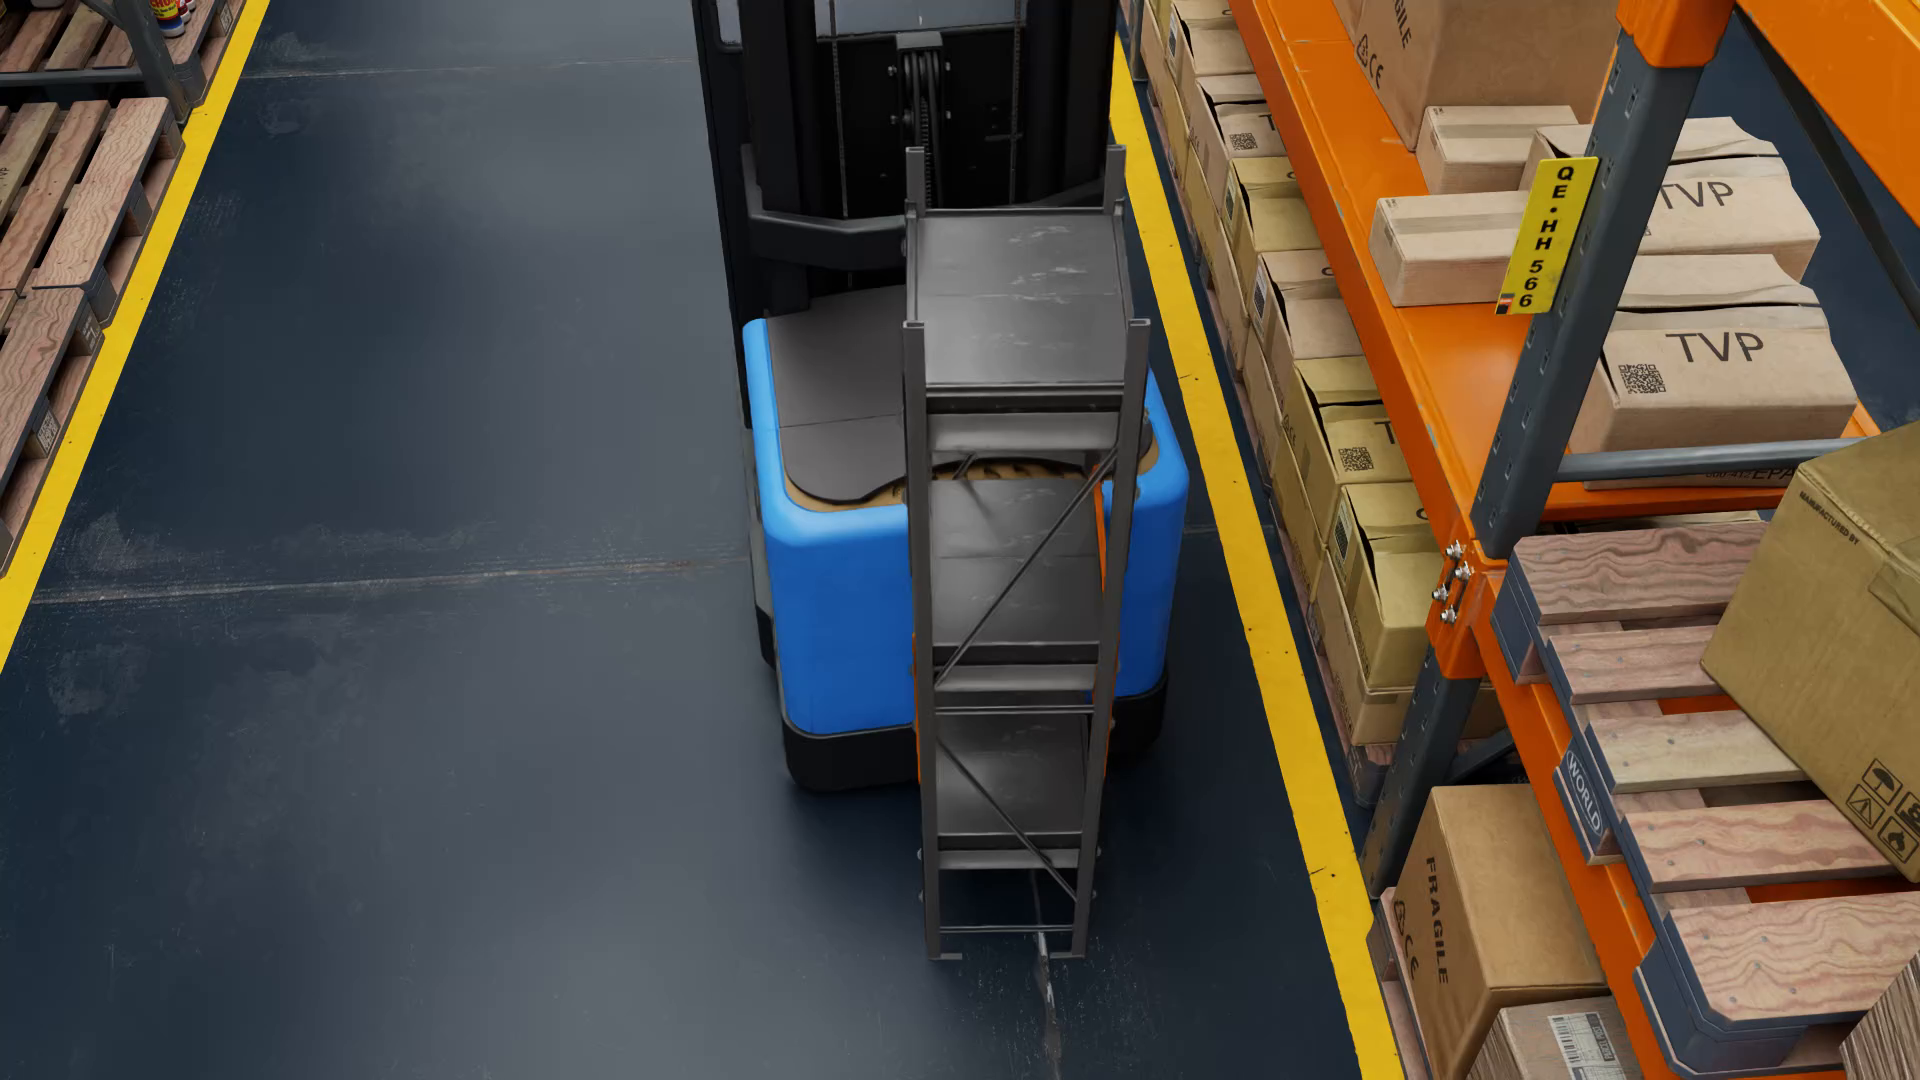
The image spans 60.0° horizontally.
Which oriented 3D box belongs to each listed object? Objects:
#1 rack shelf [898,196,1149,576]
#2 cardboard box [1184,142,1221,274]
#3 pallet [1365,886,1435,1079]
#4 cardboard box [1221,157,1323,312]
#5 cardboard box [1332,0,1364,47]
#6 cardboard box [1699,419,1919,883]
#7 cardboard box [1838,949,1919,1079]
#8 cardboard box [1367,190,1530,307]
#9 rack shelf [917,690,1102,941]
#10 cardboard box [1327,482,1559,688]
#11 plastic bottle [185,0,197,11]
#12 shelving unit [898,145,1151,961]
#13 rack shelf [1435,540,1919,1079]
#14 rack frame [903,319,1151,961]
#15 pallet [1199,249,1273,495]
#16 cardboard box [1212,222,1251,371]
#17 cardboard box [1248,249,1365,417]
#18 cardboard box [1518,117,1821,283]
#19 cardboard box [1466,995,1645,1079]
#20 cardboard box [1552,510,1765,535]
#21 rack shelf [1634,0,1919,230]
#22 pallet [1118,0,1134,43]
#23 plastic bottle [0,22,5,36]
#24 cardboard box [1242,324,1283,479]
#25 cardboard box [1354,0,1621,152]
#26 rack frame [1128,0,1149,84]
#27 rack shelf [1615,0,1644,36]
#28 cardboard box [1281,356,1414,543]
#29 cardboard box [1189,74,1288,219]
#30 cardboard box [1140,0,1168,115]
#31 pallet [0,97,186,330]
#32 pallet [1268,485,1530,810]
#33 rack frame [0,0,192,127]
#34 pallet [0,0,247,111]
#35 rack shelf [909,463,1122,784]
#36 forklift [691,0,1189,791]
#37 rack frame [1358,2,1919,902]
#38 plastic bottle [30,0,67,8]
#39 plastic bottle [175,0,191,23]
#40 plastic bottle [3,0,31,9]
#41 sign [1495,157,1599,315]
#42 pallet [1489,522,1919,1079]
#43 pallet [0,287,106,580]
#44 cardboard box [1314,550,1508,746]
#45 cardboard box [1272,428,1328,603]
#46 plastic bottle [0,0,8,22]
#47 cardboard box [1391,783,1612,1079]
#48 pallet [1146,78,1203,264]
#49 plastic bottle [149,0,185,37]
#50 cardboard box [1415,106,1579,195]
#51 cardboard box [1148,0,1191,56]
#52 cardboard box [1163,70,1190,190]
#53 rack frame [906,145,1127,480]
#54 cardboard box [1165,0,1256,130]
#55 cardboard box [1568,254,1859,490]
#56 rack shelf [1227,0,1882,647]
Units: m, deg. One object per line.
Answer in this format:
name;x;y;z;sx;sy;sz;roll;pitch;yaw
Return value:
rack shelf;0.107;-0.286;3.121;0.431;0.518;0.480;-1;48;0
cardboard box;1.105;-1.201;5.926;0.500;0.250;0.500;-5;47;-5
pallet;1.590;1.342;3.834;1.003;0.211;1.213;-3;47;-3
cardboard box;1.147;-1.019;5.367;0.500;0.311;0.500;-2;47;-2
cardboard box;1.365;-1.787;4.808;0.500;0.500;0.500;-3;47;-3
cardboard box;1.731;0.111;2.721;0.700;0.500;0.500;-18;49;-16
cardboard box;1.617;0.784;2.083;0.700;0.500;0.500;4;47;4
cardboard box;1.215;-0.707;4.026;0.380;0.149;0.250;-3;47;-3
rack shelf;0.113;0.657;4.156;0.431;0.518;0.480;-1;48;0
cardboard box;1.276;0.085;4.322;0.500;0.311;0.500;-2;47;-2
plastic bottle;-3.312;-2.348;7.032;0.097;0.201;0.097;0;47;0
shelving unit;0.110;0.177;3.628;0.431;2.100;0.503;-1;48;0
rack shelf;1.733;1.535;2.226;1.077;0.370;4.000;-3;47;-3
rack frame;0.113;0.357;3.464;0.400;2.100;0.015;-1;48;0
pallet;1.437;-0.679;5.748;1.003;0.211;1.213;-3;47;-3
cardboard box;1.147;-0.833;5.577;0.500;0.250;0.500;-3;47;-3
cardboard box;1.187;-0.656;5.024;0.500;0.311;0.500;-4;47;-4
cardboard box;1.684;-0.787;3.991;0.500;0.311;0.500;-4;47;-4
cardboard box;1.368;1.274;3.396;0.500;0.500;0.500;-5;47;-5
cardboard box;1.814;0.052;4.353;0.500;0.311;0.500;-2;47;-2
rack shelf;1.733;0.504;1.136;1.077;0.370;4.000;-3;47;-3
pallet;1.206;-2.672;7.635;1.003;0.211;1.213;-3;47;-3
plastic bottle;-4.046;-2.187;6.880;0.097;0.201;0.097;0;47;0
cardboard box;1.193;-0.461;5.225;0.500;0.250;0.500;-3;47;-2
cardboard box;1.409;-1.407;4.447;0.500;0.500;0.500;-6;47;-5
rack frame;1.231;-3.053;6.076;1.000;3.000;0.127;-3;47;-3
rack shelf;1.398;-2.390;3.877;1.077;0.370;4.000;-3;47;-3
cardboard box;1.226;-0.291;4.678;0.500;0.311;0.500;-4;47;-4
cardboard box;1.098;-1.394;5.723;0.500;0.311;0.500;-5;47;-5
cardboard box;1.018;-1.945;6.631;0.500;0.250;0.500;-5;47;-4
pallet;-3.601;-1.230;6.270;1.003;0.211;1.213;-3;47;-3
pallet;1.536;0.202;4.914;1.003;0.211;1.213;-3;47;-3
rack frame;-3.706;-2.755;5.793;1.000;3.000;0.127;-3;47;-3
pallet;-3.720;-2.284;7.268;1.003;0.211;1.213;-3;47;-3
rack shelf;0.110;0.186;3.638;0.431;0.518;0.480;-1;48;0
forklift;-0.177;-1.411;4.568;1.130;2.935;3.031;-7;47;-6
rack frame;1.566;-0.159;3.335;1.000;3.000;0.127;-3;47;-3
plastic bottle;-3.903;-2.452;7.028;0.144;0.351;0.185;-3;47;-3
plastic bottle;-3.304;-2.275;6.963;0.097;0.201;0.097;0;47;0
plastic bottle;-4.047;-2.444;7.020;0.144;0.351;0.185;-5;47;-4
sign;1.013;-0.521;2.880;0.100;0.325;0.005;-3;47;-3
pallet;1.692;0.393;2.944;1.213;0.211;1.003;-3;47;-3
pallet;-3.496;-0.345;5.432;1.003;0.211;1.213;-3;47;-3
cardboard box;1.279;0.276;4.527;0.500;0.250;0.500;-2;47;-2
cardboard box;1.232;-0.097;4.880;0.500;0.250;0.500;-4;47;-4
plastic bottle;-4.075;-2.300;6.930;0.061;0.283;0.133;-1;47;-1
cardboard box;1.319;0.896;3.754;0.500;0.500;0.500;-2;47;-2
pallet;1.331;-1.564;6.585;1.003;0.211;1.213;-3;47;-3
plastic bottle;-3.295;-2.225;6.868;0.097;0.271;0.097;0;47;0
cardboard box;1.403;-0.992;4.297;0.380;0.149;0.250;0;47;0
cardboard box;1.017;-2.131;6.420;0.500;0.311;0.500;-3;47;-3
cardboard box;1.059;-1.575;6.281;0.500;0.250;0.500;-2;47;-2
rack frame;0.106;-0.004;3.793;0.400;2.100;0.015;-1;48;0
cardboard box;1.054;-1.768;6.077;0.500;0.311;0.500;-4;47;-4
cardboard box;1.579;-0.394;3.619;0.500;0.311;0.500;-1;47;-1
rack shelf;1.398;-1.359;4.966;1.077;0.370;4.000;-3;47;-3
